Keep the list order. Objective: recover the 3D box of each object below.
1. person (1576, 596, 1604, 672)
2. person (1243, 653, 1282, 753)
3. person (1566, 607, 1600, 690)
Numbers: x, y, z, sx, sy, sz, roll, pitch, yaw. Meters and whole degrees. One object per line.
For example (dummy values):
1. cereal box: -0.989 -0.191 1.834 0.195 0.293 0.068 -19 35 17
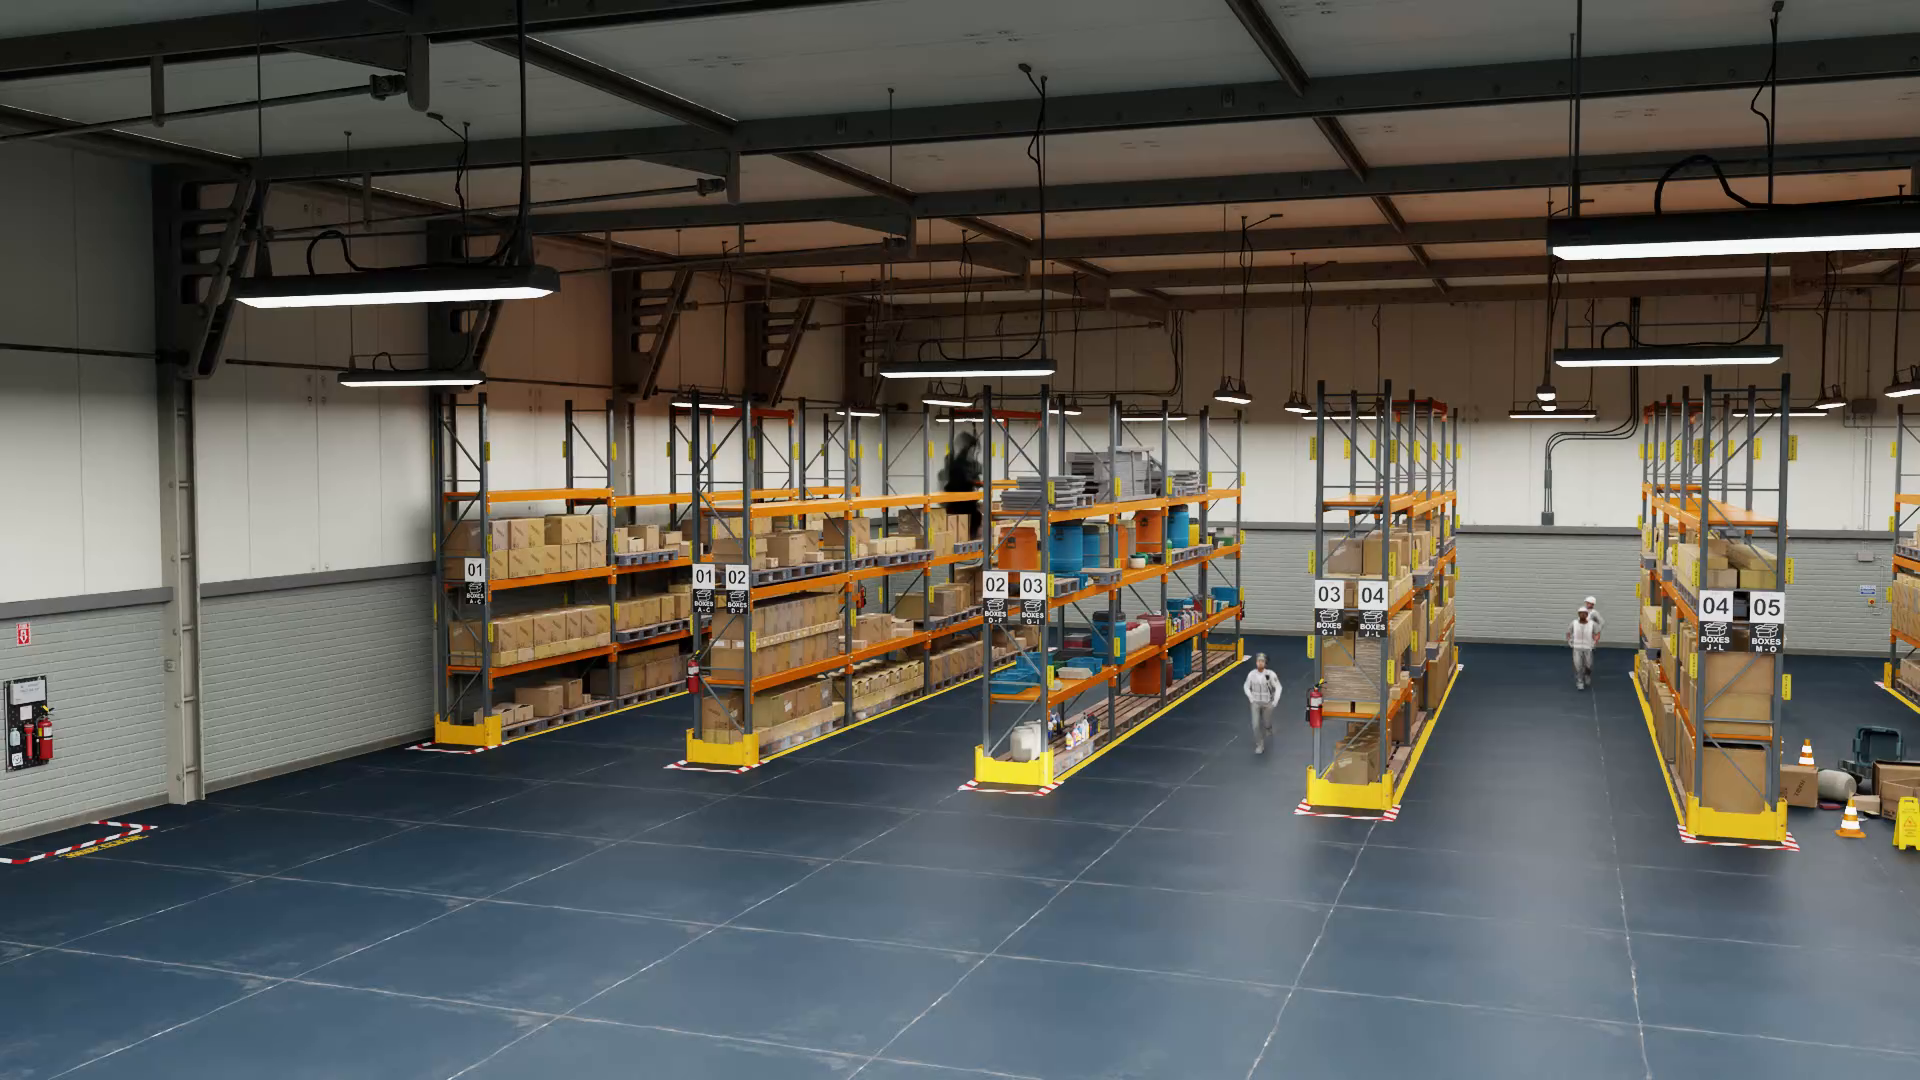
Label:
1. person: 14.103 2.135 37.489 0.610 1.731 0.725 -1 3 -14
2. person: 5.059 2.710 27.854 0.639 1.651 0.604 1 3 16
3. person: 13.086 2.274 34.958 0.680 1.732 0.623 1 3 22
